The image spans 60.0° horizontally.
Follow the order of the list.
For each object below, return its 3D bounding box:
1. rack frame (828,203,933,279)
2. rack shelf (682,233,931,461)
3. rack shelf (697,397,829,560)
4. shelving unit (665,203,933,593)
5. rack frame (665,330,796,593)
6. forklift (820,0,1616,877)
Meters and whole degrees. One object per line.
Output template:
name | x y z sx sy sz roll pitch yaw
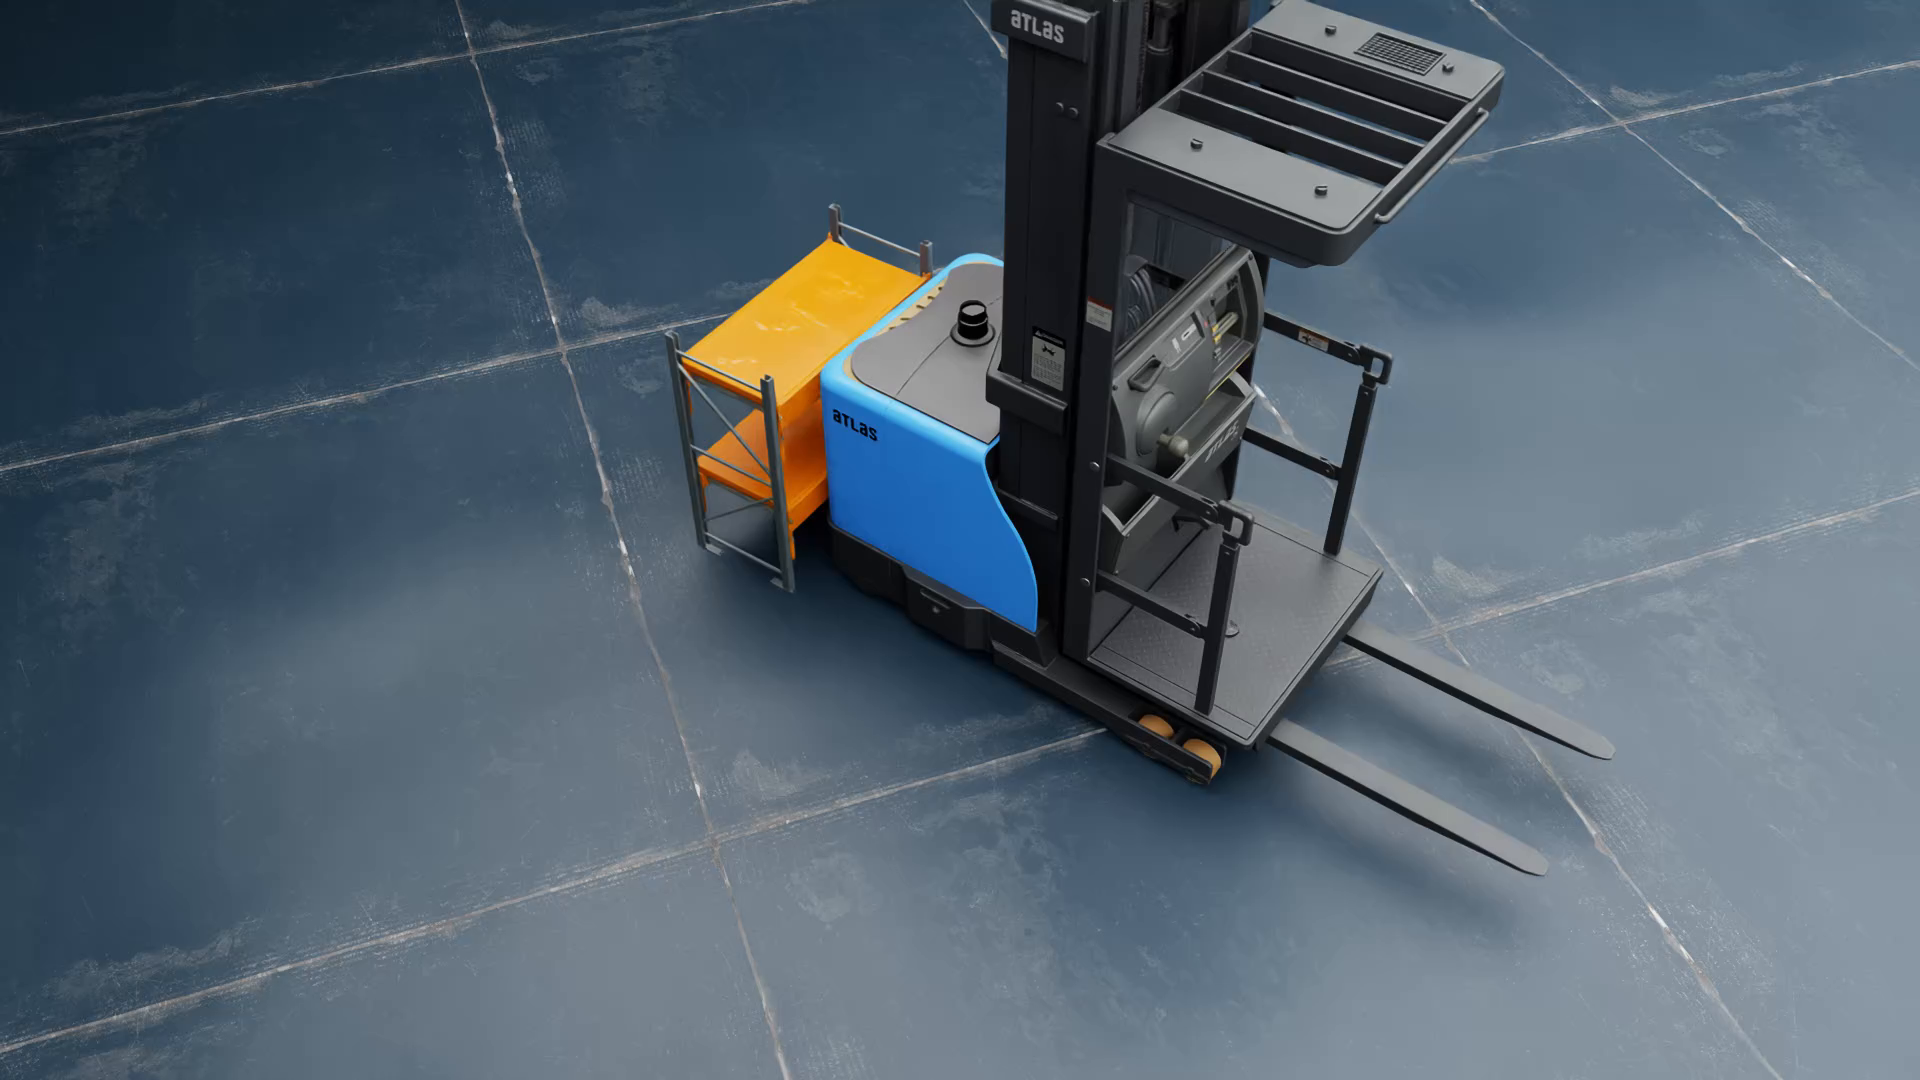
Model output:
rack frame | -0.326 -0.883 7.145 0.500 1.125 0.032 25 50 23
rack shelf | -0.610 -0.791 6.640 0.538 0.278 1.000 25 50 23
rack shelf | -0.610 -0.411 7.020 0.538 0.278 1.000 25 50 23
shelving unit | -0.610 -0.584 6.847 0.538 1.125 1.048 25 50 23
rack frame | -0.894 -0.285 6.549 0.500 1.125 0.032 25 50 23
forklift | 0.948 -0.567 5.555 3.031 2.935 1.130 27 51 25
